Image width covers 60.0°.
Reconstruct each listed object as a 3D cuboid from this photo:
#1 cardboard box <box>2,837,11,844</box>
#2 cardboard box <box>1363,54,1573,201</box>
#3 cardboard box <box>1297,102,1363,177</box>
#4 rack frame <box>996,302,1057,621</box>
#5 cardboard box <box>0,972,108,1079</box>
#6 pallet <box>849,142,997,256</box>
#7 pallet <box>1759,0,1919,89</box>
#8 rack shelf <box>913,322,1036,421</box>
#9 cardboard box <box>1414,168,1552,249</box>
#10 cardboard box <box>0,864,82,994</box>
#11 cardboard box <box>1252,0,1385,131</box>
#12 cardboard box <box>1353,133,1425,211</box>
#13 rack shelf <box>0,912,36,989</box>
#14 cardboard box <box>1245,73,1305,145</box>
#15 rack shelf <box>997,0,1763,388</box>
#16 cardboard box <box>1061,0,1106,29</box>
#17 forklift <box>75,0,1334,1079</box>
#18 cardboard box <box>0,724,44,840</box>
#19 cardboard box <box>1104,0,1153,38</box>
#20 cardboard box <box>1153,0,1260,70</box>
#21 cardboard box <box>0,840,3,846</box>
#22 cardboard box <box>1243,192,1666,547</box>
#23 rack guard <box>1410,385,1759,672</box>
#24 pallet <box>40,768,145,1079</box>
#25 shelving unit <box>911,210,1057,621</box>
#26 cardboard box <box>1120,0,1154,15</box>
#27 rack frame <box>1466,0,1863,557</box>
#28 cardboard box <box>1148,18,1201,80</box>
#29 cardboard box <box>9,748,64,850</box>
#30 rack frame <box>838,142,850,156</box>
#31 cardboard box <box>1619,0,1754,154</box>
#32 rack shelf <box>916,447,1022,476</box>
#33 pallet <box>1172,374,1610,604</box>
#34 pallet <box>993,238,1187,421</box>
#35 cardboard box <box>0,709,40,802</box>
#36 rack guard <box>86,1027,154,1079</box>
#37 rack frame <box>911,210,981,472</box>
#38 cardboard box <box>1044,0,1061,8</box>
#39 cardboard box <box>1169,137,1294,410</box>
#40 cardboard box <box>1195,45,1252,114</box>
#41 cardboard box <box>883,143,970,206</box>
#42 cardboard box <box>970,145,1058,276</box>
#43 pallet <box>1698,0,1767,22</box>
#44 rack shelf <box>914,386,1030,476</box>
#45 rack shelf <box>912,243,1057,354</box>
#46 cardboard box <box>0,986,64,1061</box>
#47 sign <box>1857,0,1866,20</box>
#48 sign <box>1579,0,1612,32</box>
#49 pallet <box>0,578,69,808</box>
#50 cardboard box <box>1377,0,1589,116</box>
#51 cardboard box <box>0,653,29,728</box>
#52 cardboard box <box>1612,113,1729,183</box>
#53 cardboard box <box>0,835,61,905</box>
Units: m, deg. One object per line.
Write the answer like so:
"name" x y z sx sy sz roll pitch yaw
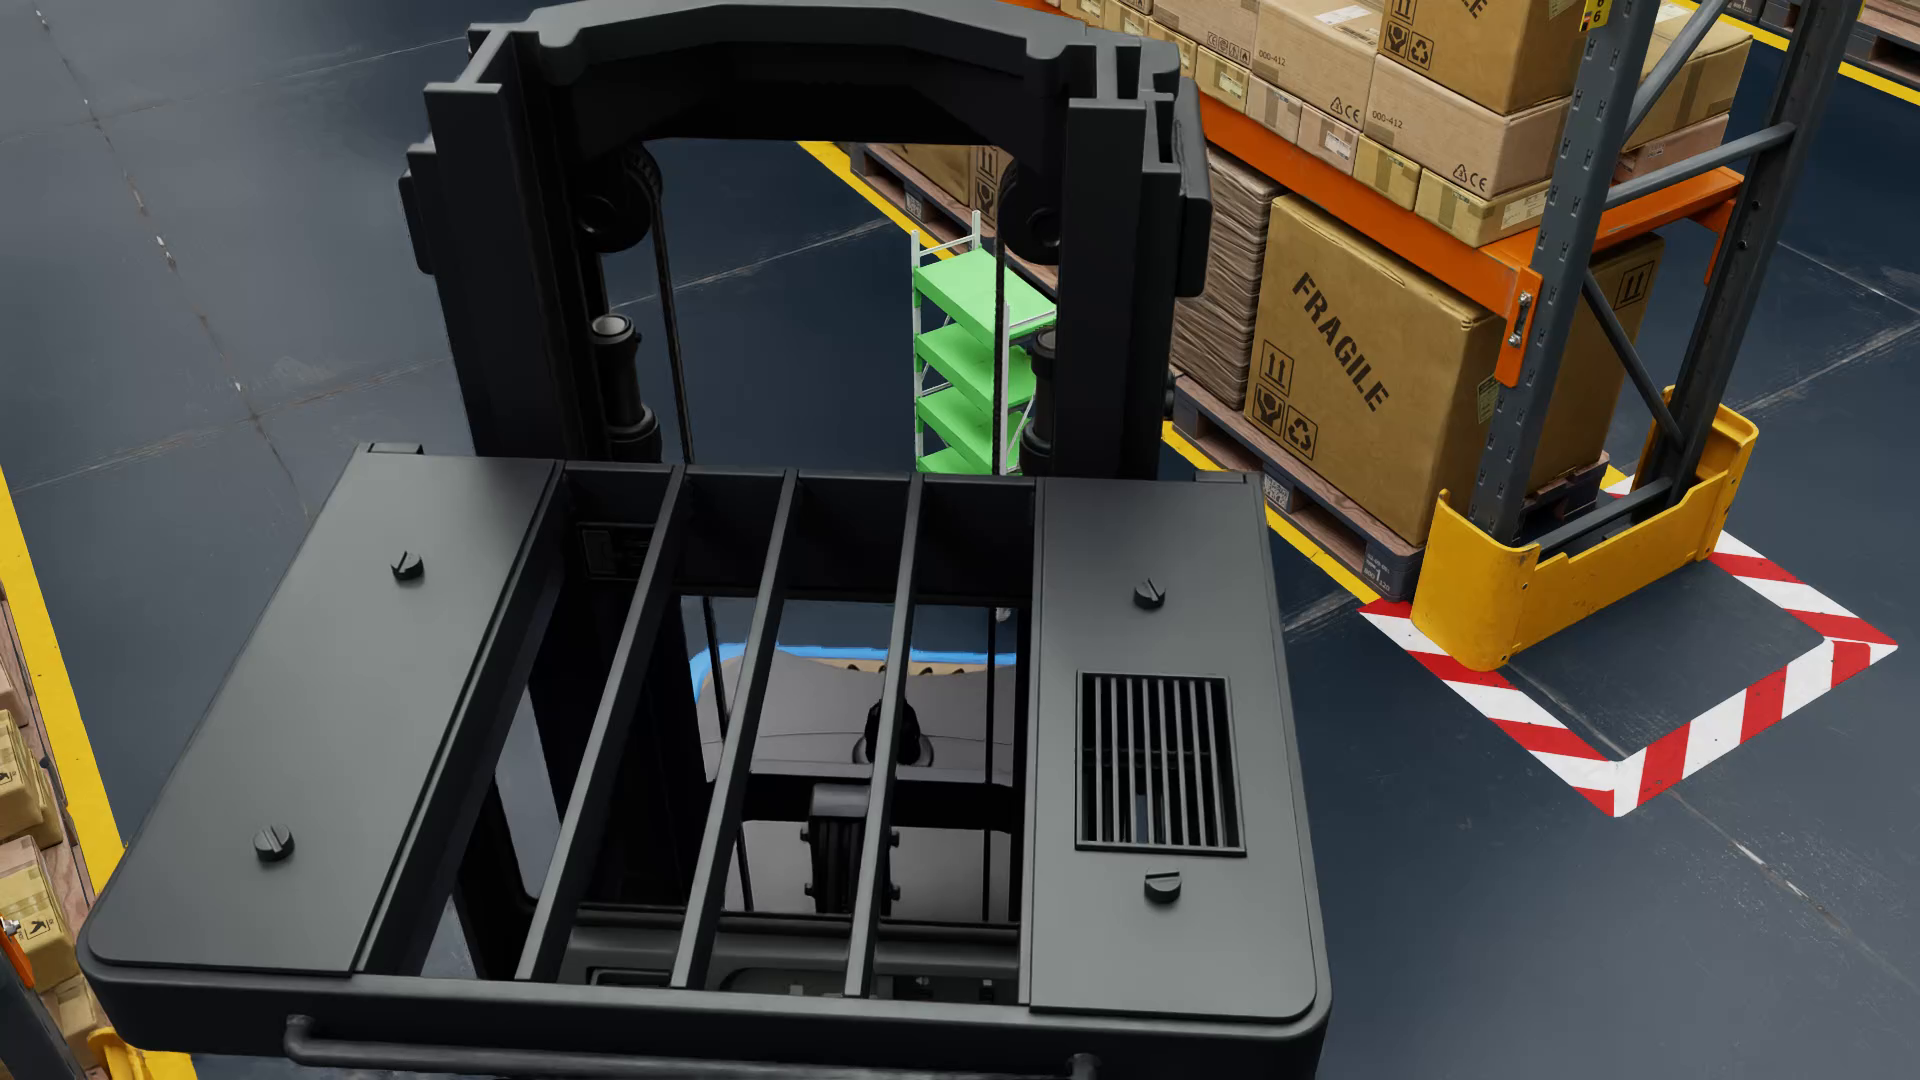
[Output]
"cardboard box" -2.578 0.924 4.197 0.380 0.149 0.250 -22 44 -24
"cardboard box" 1.535 -1.252 4.794 0.500 0.250 0.500 -23 45 -25
"cardboard box" 1.275 -1.284 5.144 0.380 0.149 0.250 -22 45 -24
"rack frame" 0.220 -0.240 5.101 0.240 1.200 0.015 -22 45 -24
"cardboard box" -2.228 1.169 3.903 0.380 0.149 0.250 -21 44 -24
"pallet" 0.212 -1.675 7.596 1.003 0.211 1.213 -22 45 -24
"pallet" 5.133 -2.775 8.915 1.003 0.211 1.213 -22 45 -24
"rack shelf" 0.089 -0.507 5.146 0.258 0.148 0.480 -22 45 -24
"cardboard box" 1.551 -1.007 4.812 0.380 0.149 0.250 -21 44 -24
"cardboard box" -2.212 0.933 3.721 0.380 0.149 0.250 -24 46 -26
"cardboard box" 1.263 -1.526 5.123 0.500 0.250 0.500 -23 45 -25
"cardboard box" 1.409 -1.147 4.980 0.380 0.149 0.250 -22 44 -24
"rack shelf" -3.292 -0.175 4.179 1.077 0.370 4.000 -22 45 -24
"cardboard box" 1.141 -1.419 5.306 0.380 0.149 0.250 -21 44 -24
"rack shelf" 0.944 -1.828 6.163 1.077 0.370 4.000 -22 45 -24
"cardboard box" 0.587 -1.973 5.970 0.380 0.149 0.250 -24 45 -26
"forklift" -0.203 0.884 2.399 1.130 2.935 3.031 2 40 3
"cardboard box" -2.489 0.646 4.066 0.380 0.149 0.250 -22 45 -25
"cardboard box" 0.729 -1.833 5.802 0.380 0.149 0.250 -21 44 -24
"cardboard box" 0.989 -1.801 5.452 0.500 0.250 0.500 -24 45 -26
"cardboard box" -2.588 0.807 4.105 0.380 0.149 0.250 -22 44 -24
"cardboard box" 1.608 -0.688 5.564 0.875 0.875 0.875 -22 45 -24
"rack guard" 2.033 -0.052 5.422 1.175 0.500 0.348 -22 45 -24
"pallet" -2.665 1.207 4.136 1.003 0.211 1.213 -22 45 -24
"shelving unit" 0.089 -0.372 5.259 0.258 1.200 0.503 -22 45 -24
"cardboard box" 0.706 -2.080 5.788 0.500 0.250 0.500 -22 45 -24
"rack frame" 2.020 -1.025 4.637 1.000 3.000 0.127 -22 45 -24
"cardboard box" 0.860 -1.698 5.641 0.380 0.149 0.250 -22 45 -24
"cardboard box" -2.623 0.748 4.408 0.380 0.149 0.250 -22 44 -24
"rack frame" -0.131 -3.184 7.228 1.000 3.000 0.127 -22 45 -24
"cardboard box" 1.989 -1.434 5.012 0.500 0.250 0.500 -23 45 -25
"rack shelf" 0.089 -0.138 5.453 0.258 0.148 0.480 -22 45 -24
"pallet" 1.524 -0.358 6.015 1.003 0.211 1.213 -22 45 -24
"pallet" 0.872 -1.016 6.805 1.003 0.211 1.213 -22 45 -24
"cardboard box" -2.634 0.631 4.316 0.380 0.149 0.250 -21 44 -23
"rack guard" -2.257 1.547 3.503 1.175 0.500 0.348 -22 45 -24
"rack frame" -0.042 -0.503 5.417 0.240 1.200 0.015 -22 45 -24
"cardboard box" 0.445 -2.114 6.140 0.380 0.149 0.250 -22 44 -24
"cardboard box" 1.119 -1.179 6.154 0.875 0.875 0.875 -22 45 -24
"cardboard box" 1.000 -1.558 5.473 0.380 0.149 0.250 -23 45 -25
"cardboard box" 0.156 -2.145 7.313 0.875 0.875 0.875 -22 45 -24
"cardboard box" 0.640 -1.660 6.730 0.875 0.875 0.875 -22 45 -24
"pallet" 4.473 -3.434 9.706 1.003 0.211 1.213 -22 45 -24
"rack shelf" 0.089 -0.323 5.300 0.258 0.148 0.480 -22 45 -24
"rack shelf" 0.089 -0.691 4.992 0.258 0.148 0.480 -22 45 -24
"cardboard box" -2.282 1.076 3.782 0.380 0.149 0.250 -20 44 -23
"sign" 2.491 -1.576 4.560 0.100 0.325 0.005 -22 45 -24
"sign" 1.555 -1.382 3.975 0.100 0.325 0.005 -22 45 -24
"pallet" -3.316 0.549 4.926 1.003 0.211 1.213 -22 45 -24
"cardboard box" 1.536 -1.542 4.557 0.500 0.500 0.500 -22 44 -24
"cardboard box" -2.901 0.479 4.731 0.380 0.149 0.250 -24 46 -26
"cardboard box" 2.107 -1.234 5.084 0.380 0.149 0.250 -22 44 -24
"cardboard box" -2.382 0.909 3.983 0.380 0.149 0.250 -22 45 -25
